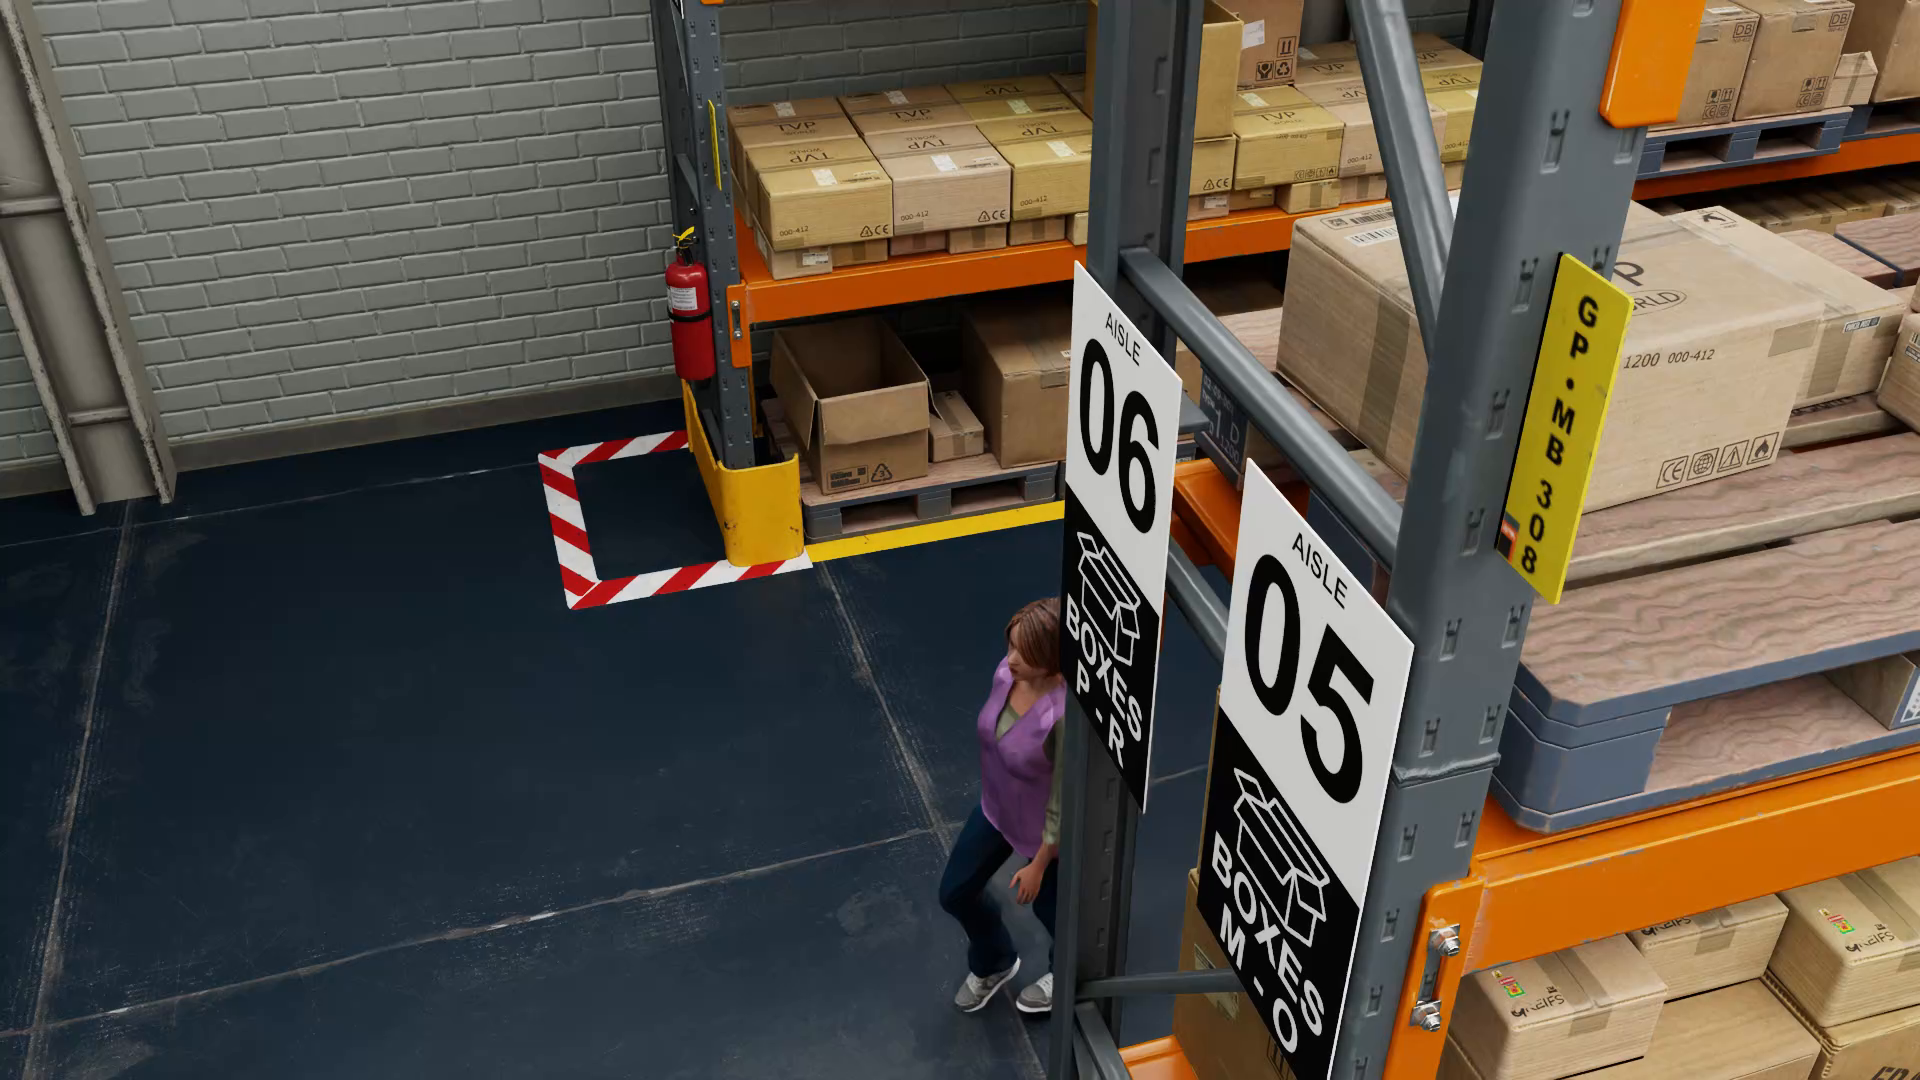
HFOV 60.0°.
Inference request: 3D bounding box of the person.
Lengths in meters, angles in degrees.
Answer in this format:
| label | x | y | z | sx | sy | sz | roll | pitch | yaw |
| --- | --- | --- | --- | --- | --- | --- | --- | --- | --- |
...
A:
| label | x | y | z | sx | sy | sz | roll | pitch | yaw |
| --- | --- | --- | --- | --- | --- | --- | --- | --- | --- |
| person | 0.213 | 0.852 | 4.900 | 0.490 | 1.638 | 0.430 | -23 | 40 | -29 |
